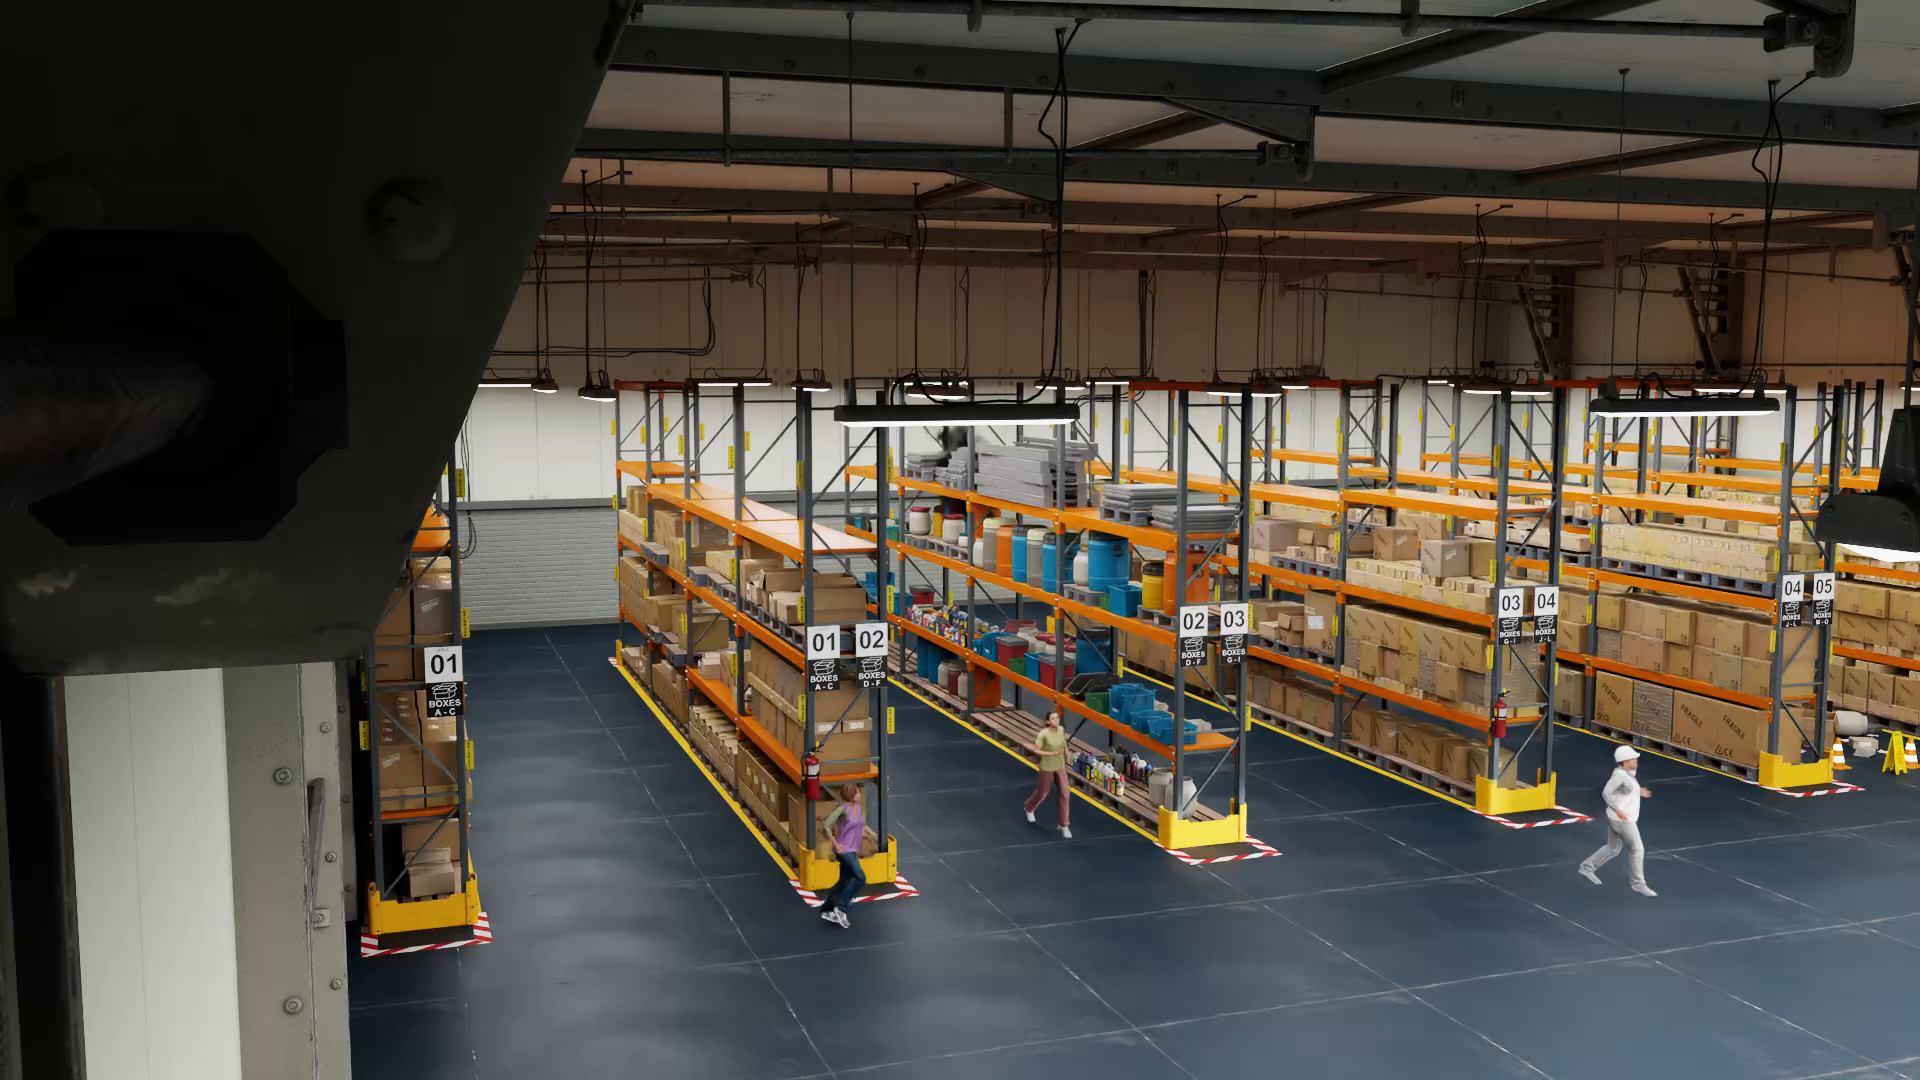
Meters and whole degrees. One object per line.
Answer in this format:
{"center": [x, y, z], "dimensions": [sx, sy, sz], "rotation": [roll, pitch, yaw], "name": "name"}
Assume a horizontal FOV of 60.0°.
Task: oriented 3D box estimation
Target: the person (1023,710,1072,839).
{"center": [1.223, 3.117, 22.553], "dimensions": [0.583, 1.695, 0.955], "rotation": [-3, 7, -26], "name": "person"}

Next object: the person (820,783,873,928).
{"center": [-1.275, 3.560, 18.888], "dimensions": [0.596, 1.574, 0.569], "rotation": [2, 6, 16], "name": "person"}

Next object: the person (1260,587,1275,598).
{"center": [7.632, 1.143, 41.239], "dimensions": [0.681, 1.703, 0.548], "rotation": [-2, 6, -21], "name": "person"}

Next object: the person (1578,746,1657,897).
{"center": [7.909, 3.342, 19.934], "dimensions": [0.892, 1.801, 0.641], "rotation": [2, 6, 14], "name": "person"}
